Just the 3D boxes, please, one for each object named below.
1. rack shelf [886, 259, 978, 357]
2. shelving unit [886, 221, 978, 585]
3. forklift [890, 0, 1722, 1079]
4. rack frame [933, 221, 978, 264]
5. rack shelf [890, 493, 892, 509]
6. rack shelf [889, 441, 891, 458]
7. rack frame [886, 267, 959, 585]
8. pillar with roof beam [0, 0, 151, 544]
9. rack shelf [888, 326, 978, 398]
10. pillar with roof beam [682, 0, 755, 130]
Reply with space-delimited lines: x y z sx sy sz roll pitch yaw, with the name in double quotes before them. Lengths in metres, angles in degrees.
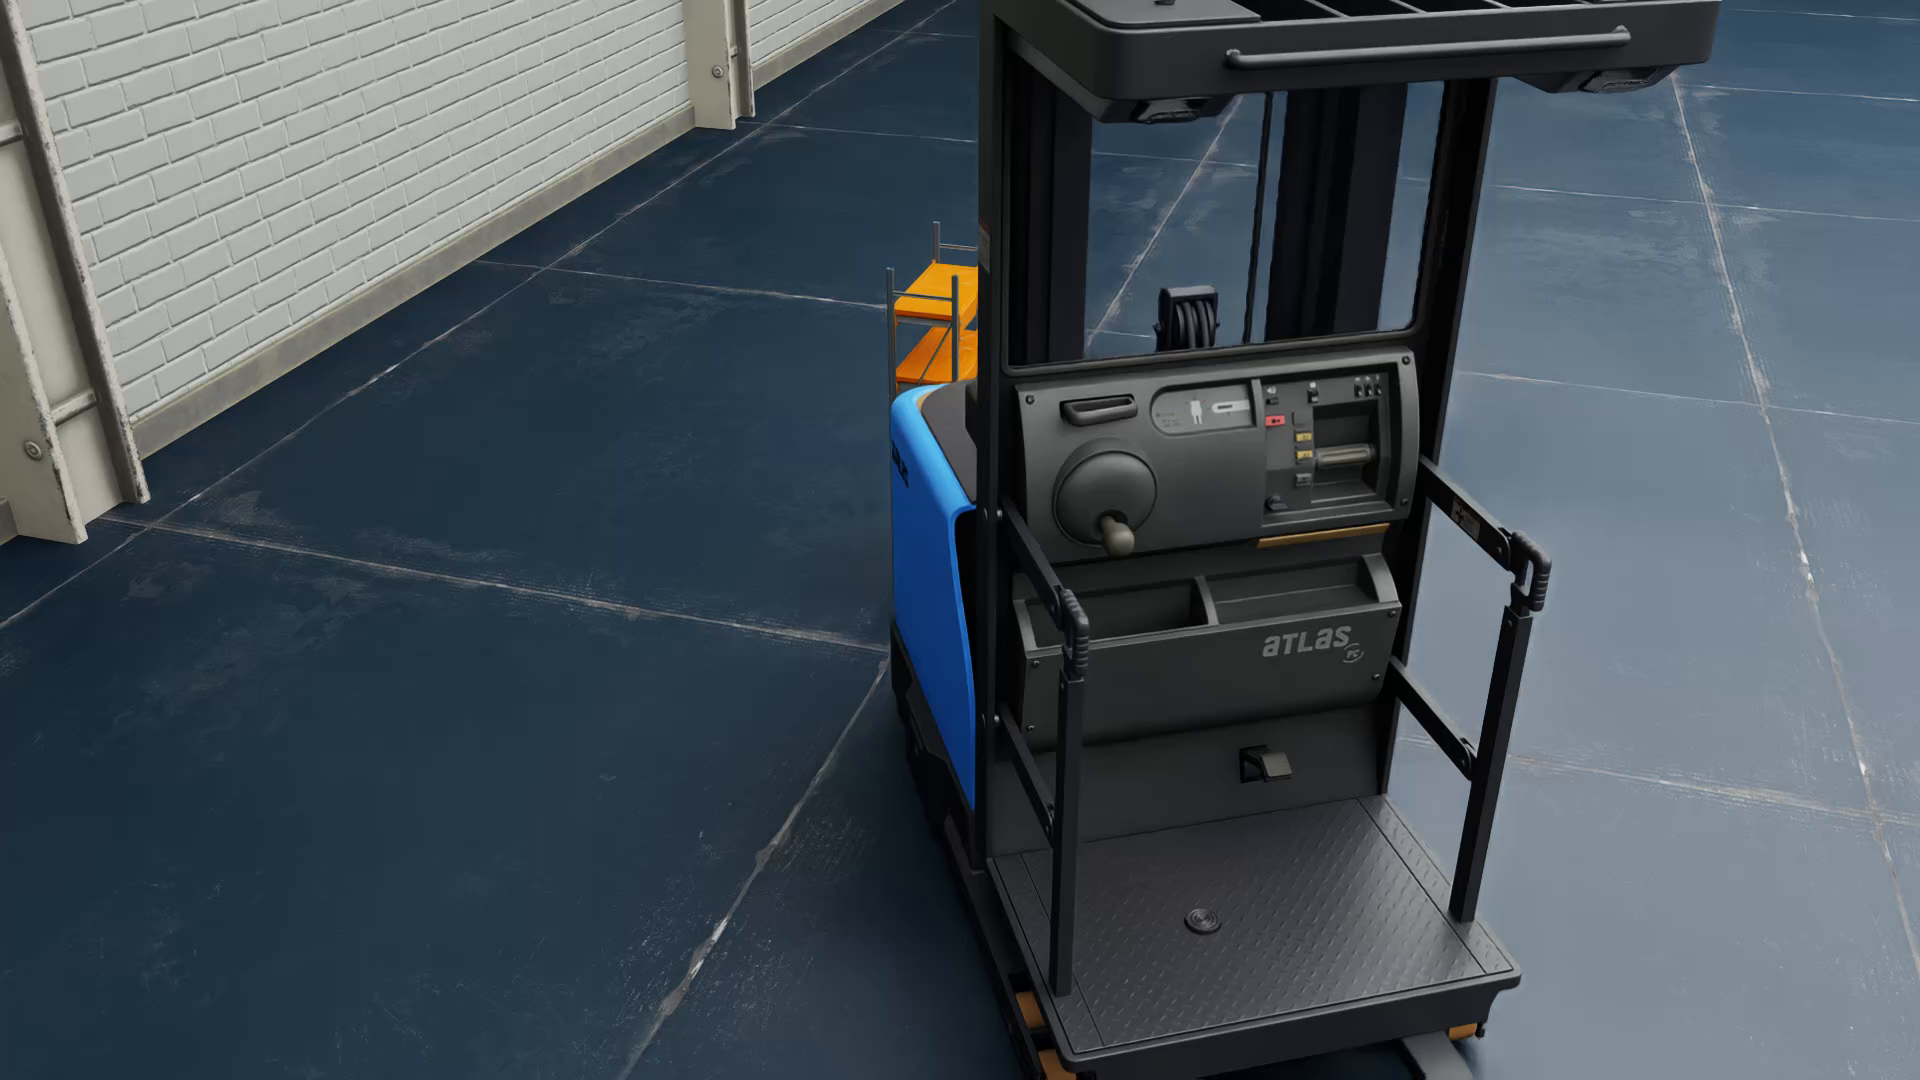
"rack shelf" -0.049 -0.791 5.629 0.258 0.148 0.480 8 30 15
"shelving unit" -0.049 -0.447 5.820 0.258 1.200 0.503 8 30 15
"forklift" 0.636 -0.149 3.503 1.130 2.935 3.031 -7 30 -12
"rack frame" 0.023 -0.561 6.024 0.240 1.200 0.015 8 30 15
"rack shelf" -0.049 -0.215 5.949 0.258 0.148 0.480 8 30 15
"rack shelf" -0.049 -0.389 5.853 0.258 0.148 0.480 8 30 15
"rack frame" -0.120 -0.334 5.616 0.240 1.200 0.015 8 30 15
"pillar with roof beam" 0.727 -3.415 3.132 9.100 9.000 0.400 8 30 15
"rack shelf" -0.049 -0.584 5.744 0.258 0.148 0.480 8 30 15
"pillar with roof beam" 2.489 -6.203 8.144 9.100 9.000 0.400 8 30 15
